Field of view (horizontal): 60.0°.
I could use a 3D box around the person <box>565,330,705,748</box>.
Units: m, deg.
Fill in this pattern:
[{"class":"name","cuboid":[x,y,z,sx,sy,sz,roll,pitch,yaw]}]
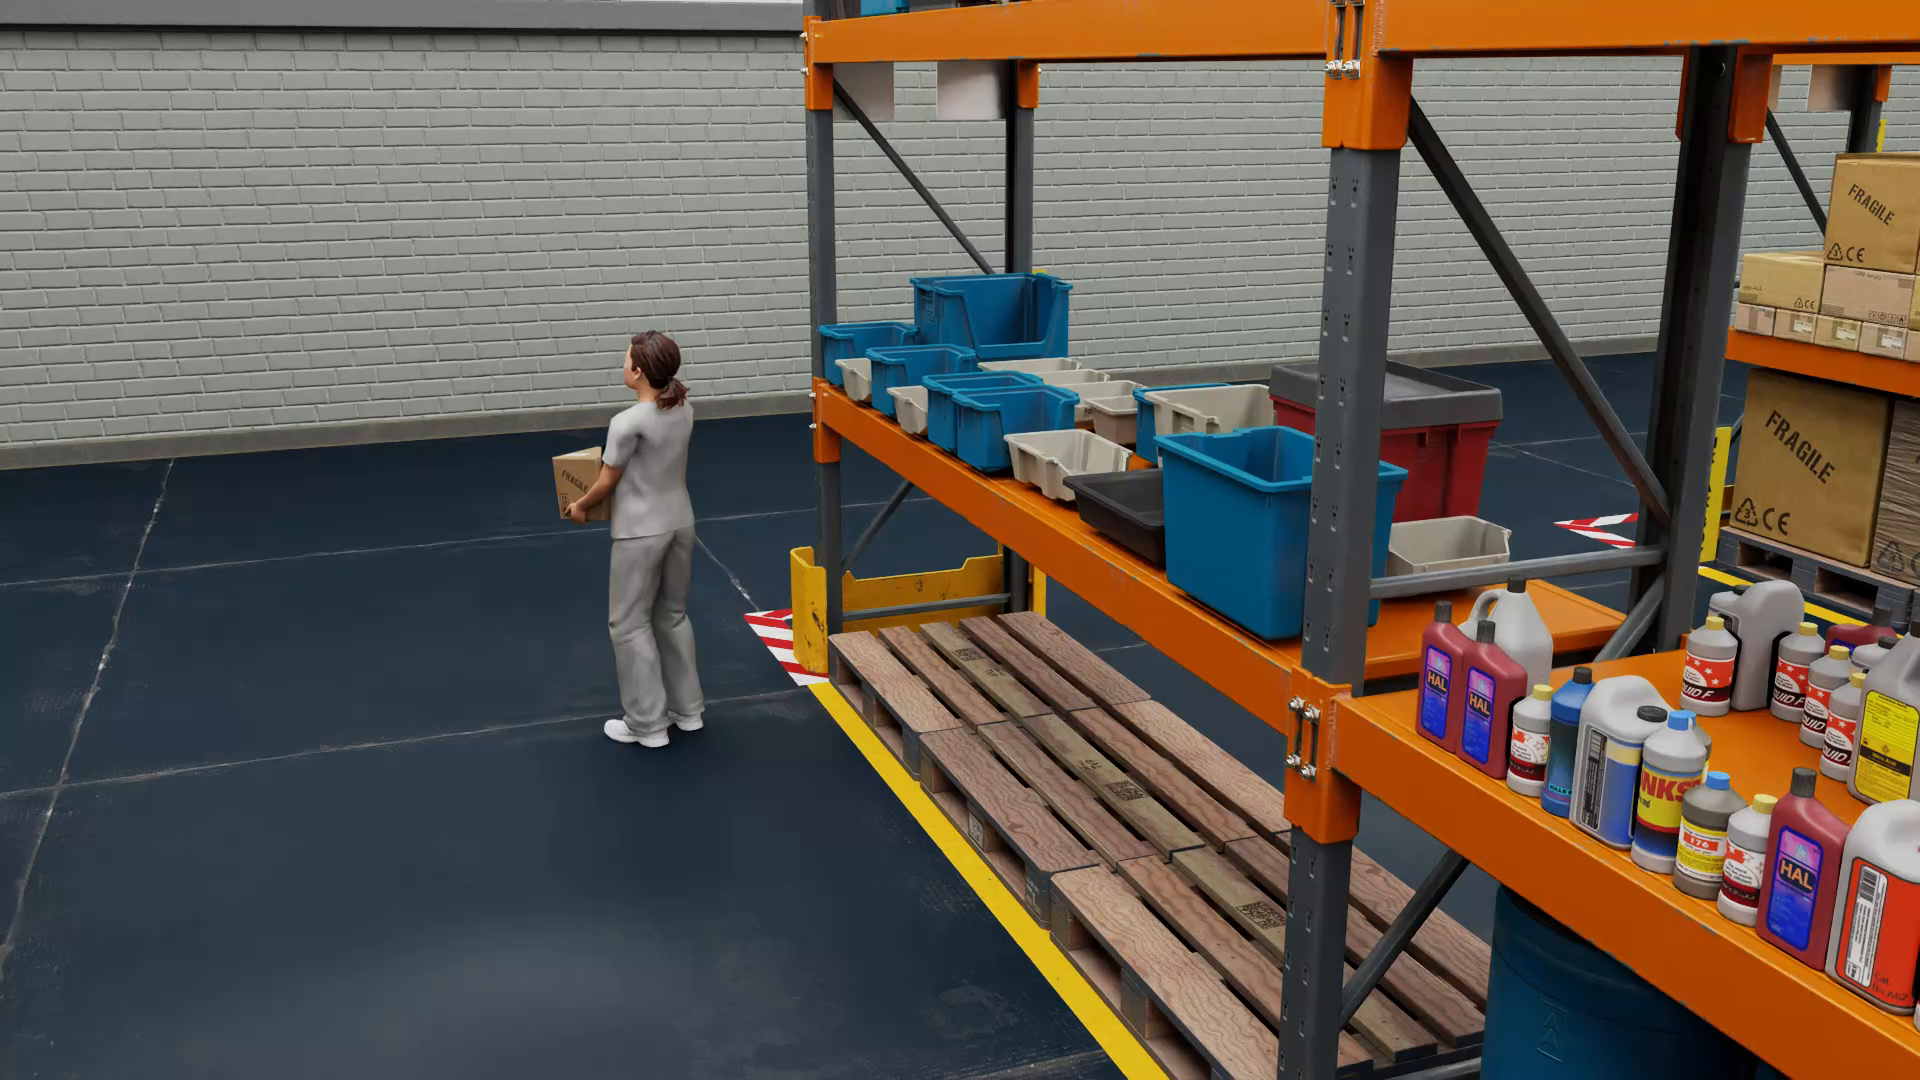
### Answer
[{"class":"person","cuboid":[-1.275,-0.012,6.608,0.553,1.654,0.438,10,19,32]}]
